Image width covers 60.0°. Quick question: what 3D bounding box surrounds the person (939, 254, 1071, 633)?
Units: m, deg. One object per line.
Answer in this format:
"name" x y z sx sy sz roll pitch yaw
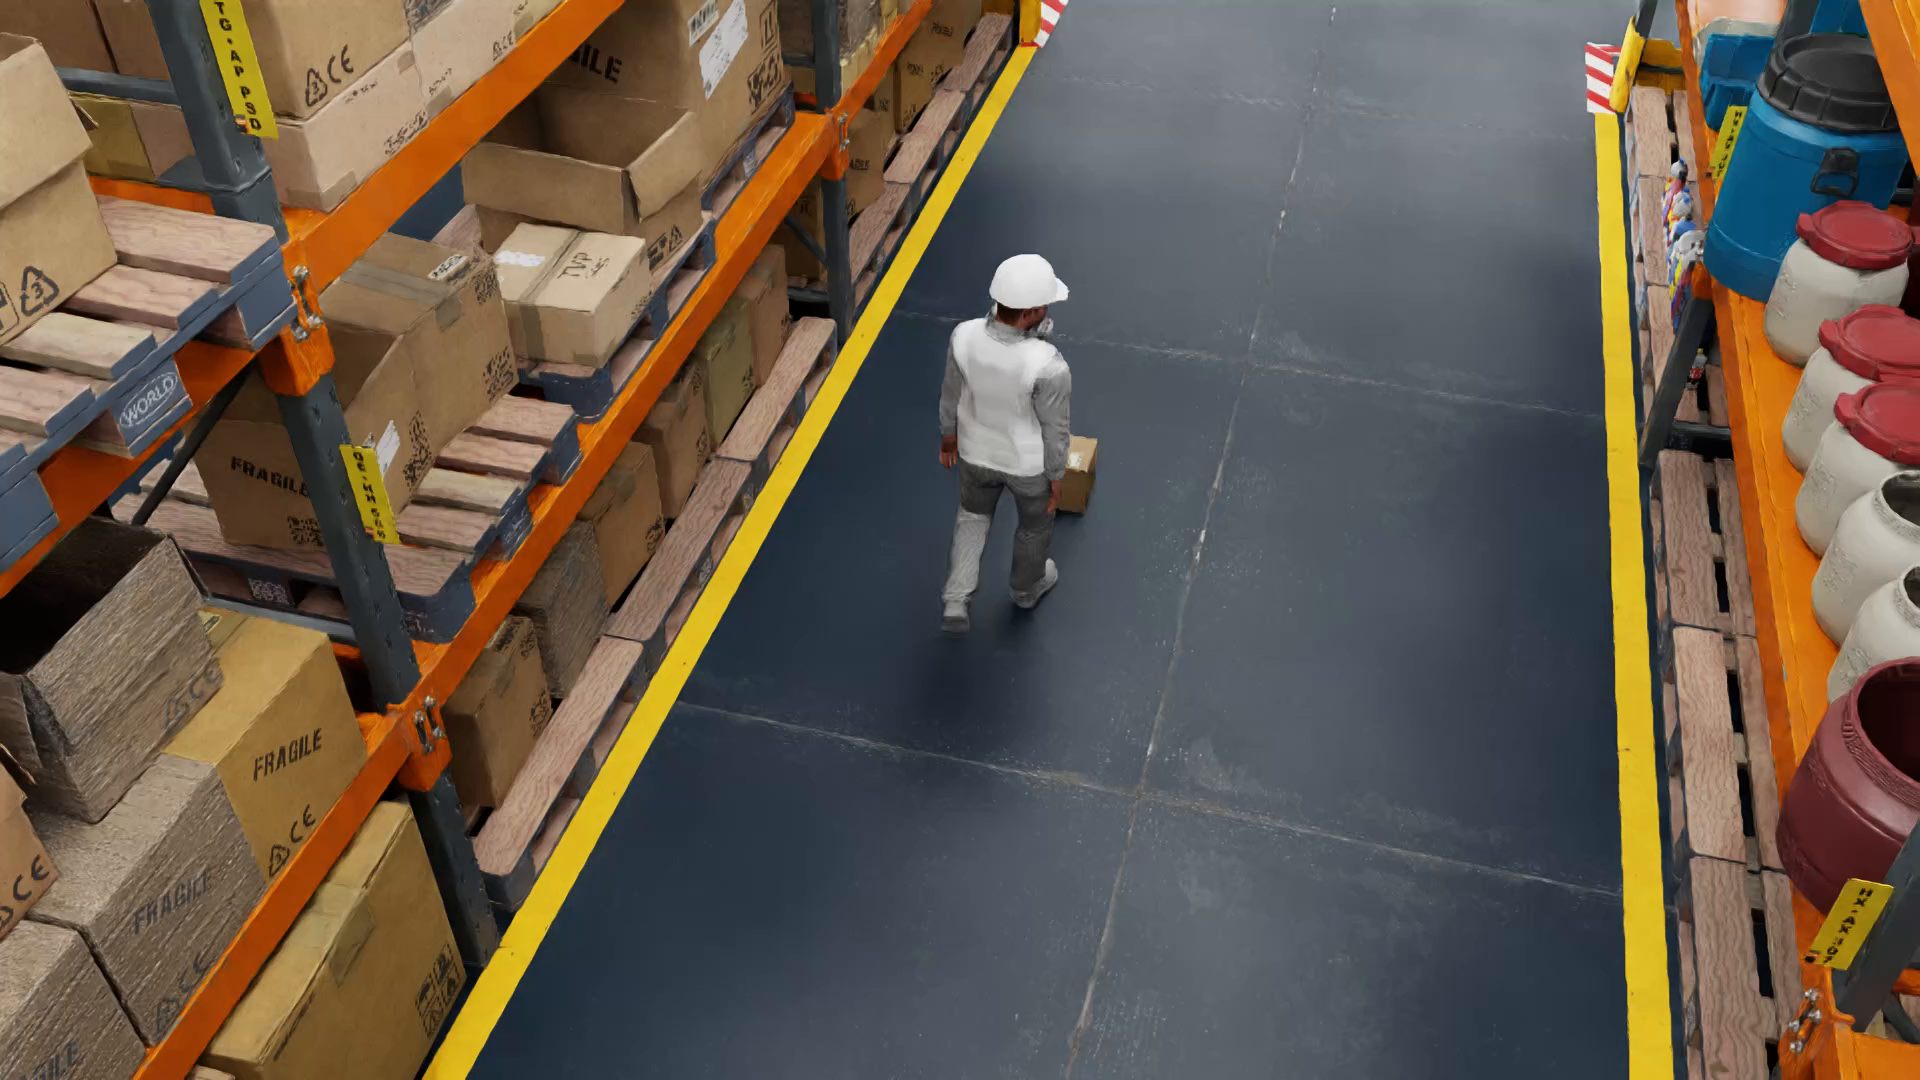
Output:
"person" 0.174 -0.344 6.523 0.567 1.762 0.758 18 44 20
